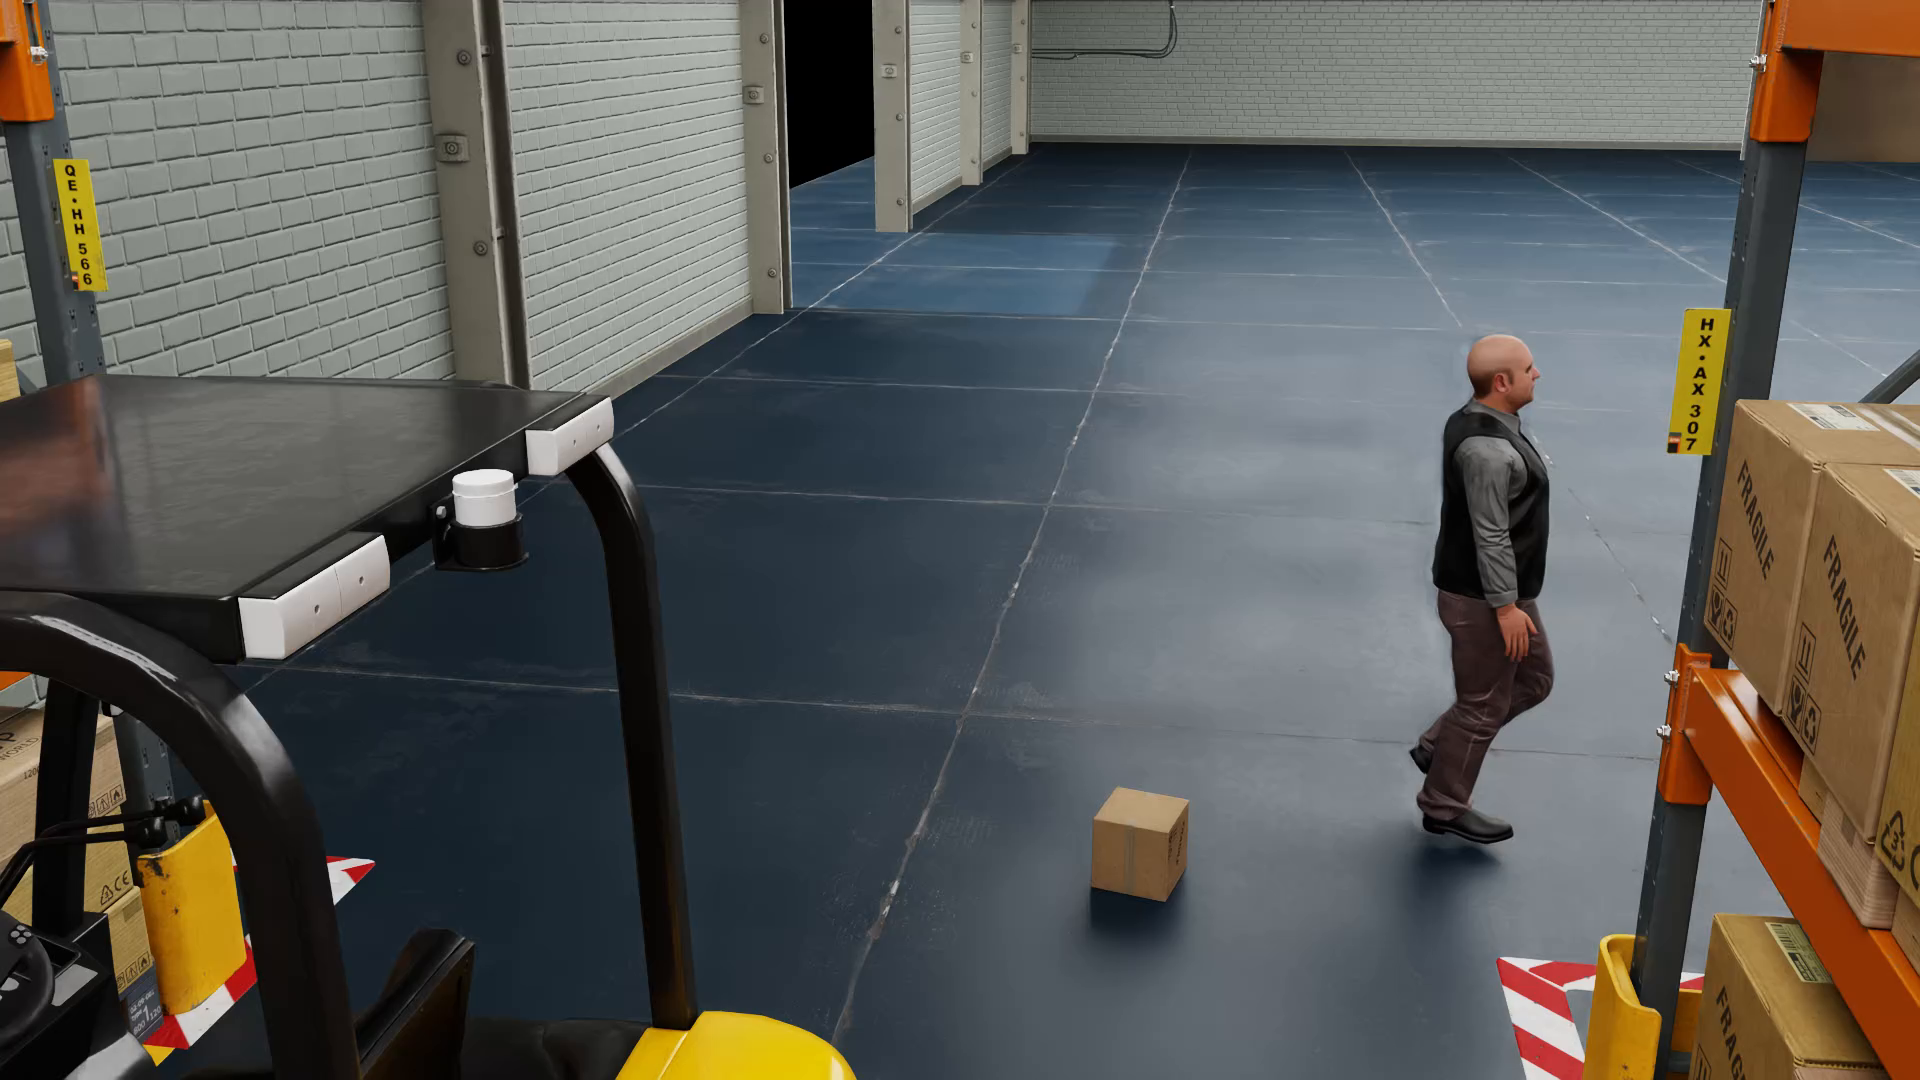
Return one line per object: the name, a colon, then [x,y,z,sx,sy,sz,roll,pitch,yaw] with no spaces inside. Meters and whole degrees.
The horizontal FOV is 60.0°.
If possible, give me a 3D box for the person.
person: [1.764,0.180,5.468,0.452,1.725,0.546,5,18,14]
